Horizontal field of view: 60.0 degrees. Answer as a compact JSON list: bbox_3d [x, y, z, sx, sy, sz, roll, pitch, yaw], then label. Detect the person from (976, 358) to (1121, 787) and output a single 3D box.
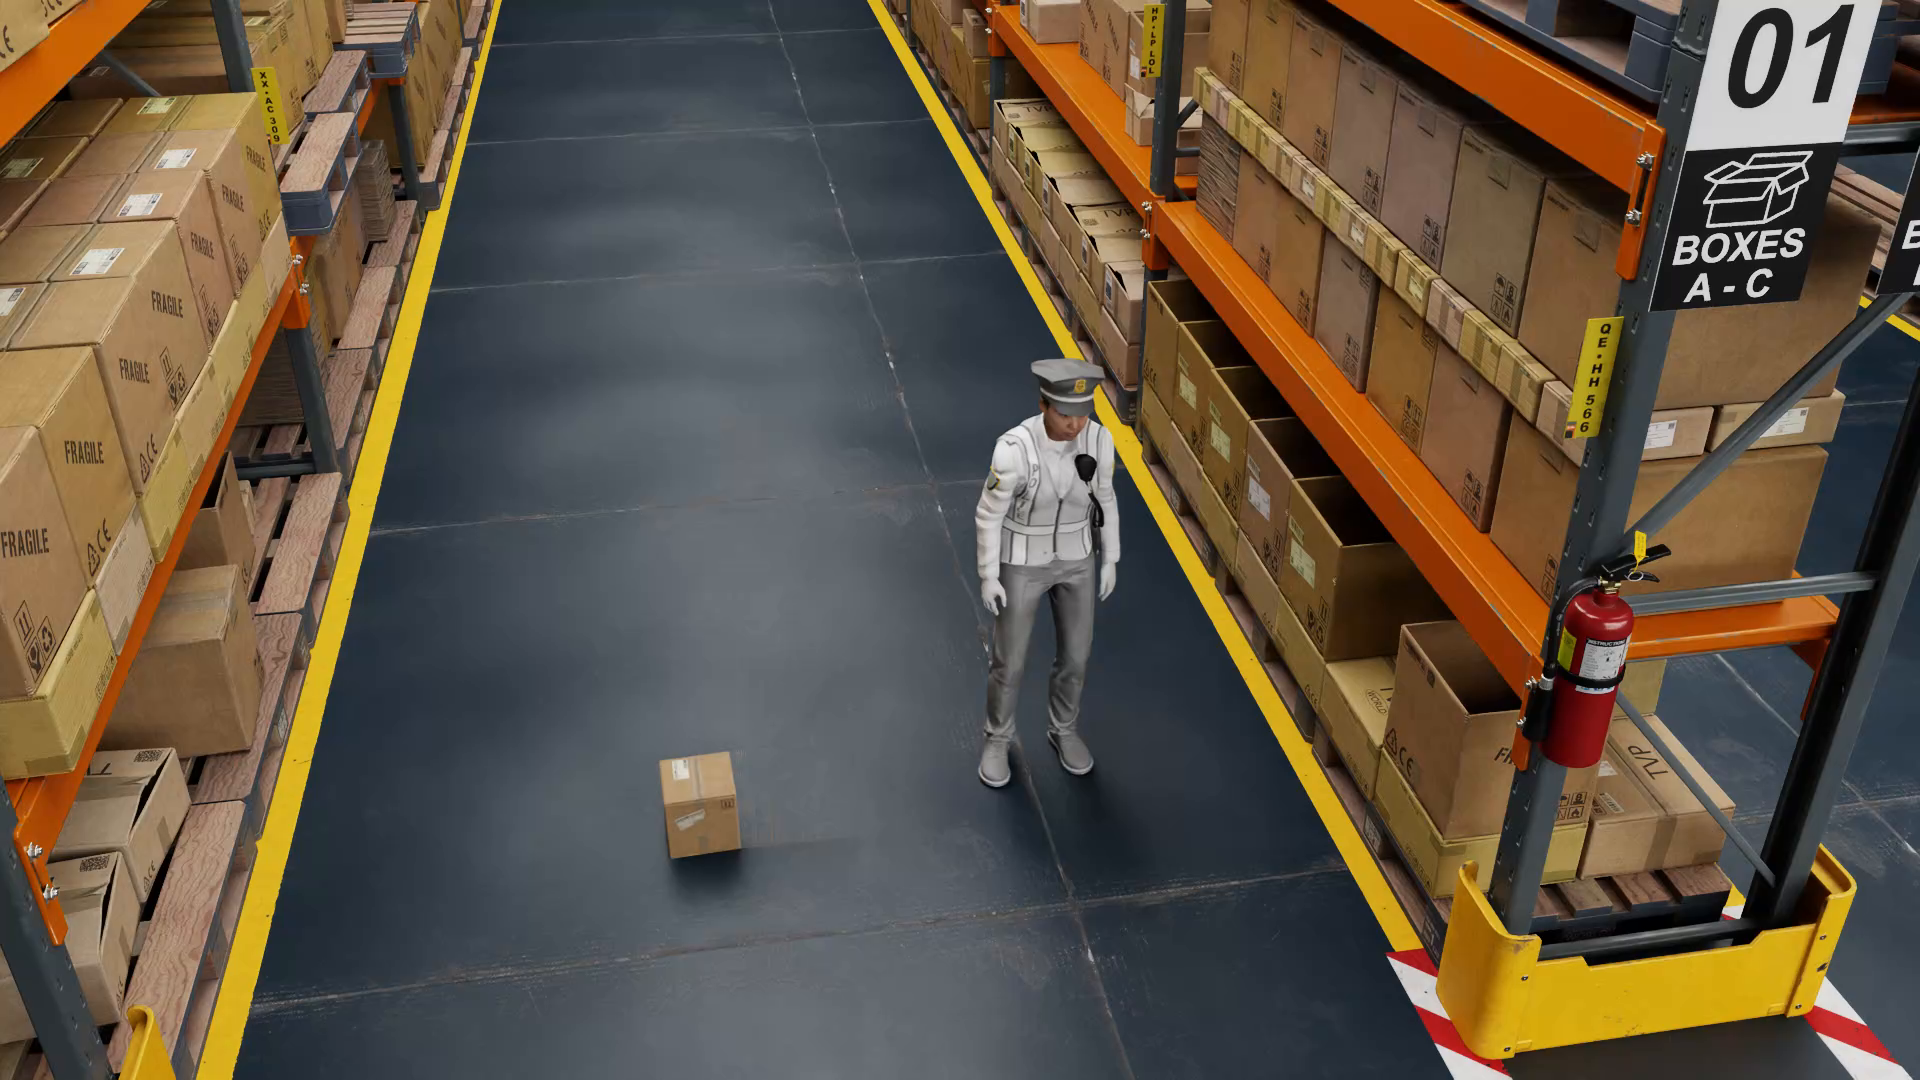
[{"bbox_3d":[0.315,0.105,5.954,0.545,1.662,0.376,-8,32,-12],"label":"person"}]
